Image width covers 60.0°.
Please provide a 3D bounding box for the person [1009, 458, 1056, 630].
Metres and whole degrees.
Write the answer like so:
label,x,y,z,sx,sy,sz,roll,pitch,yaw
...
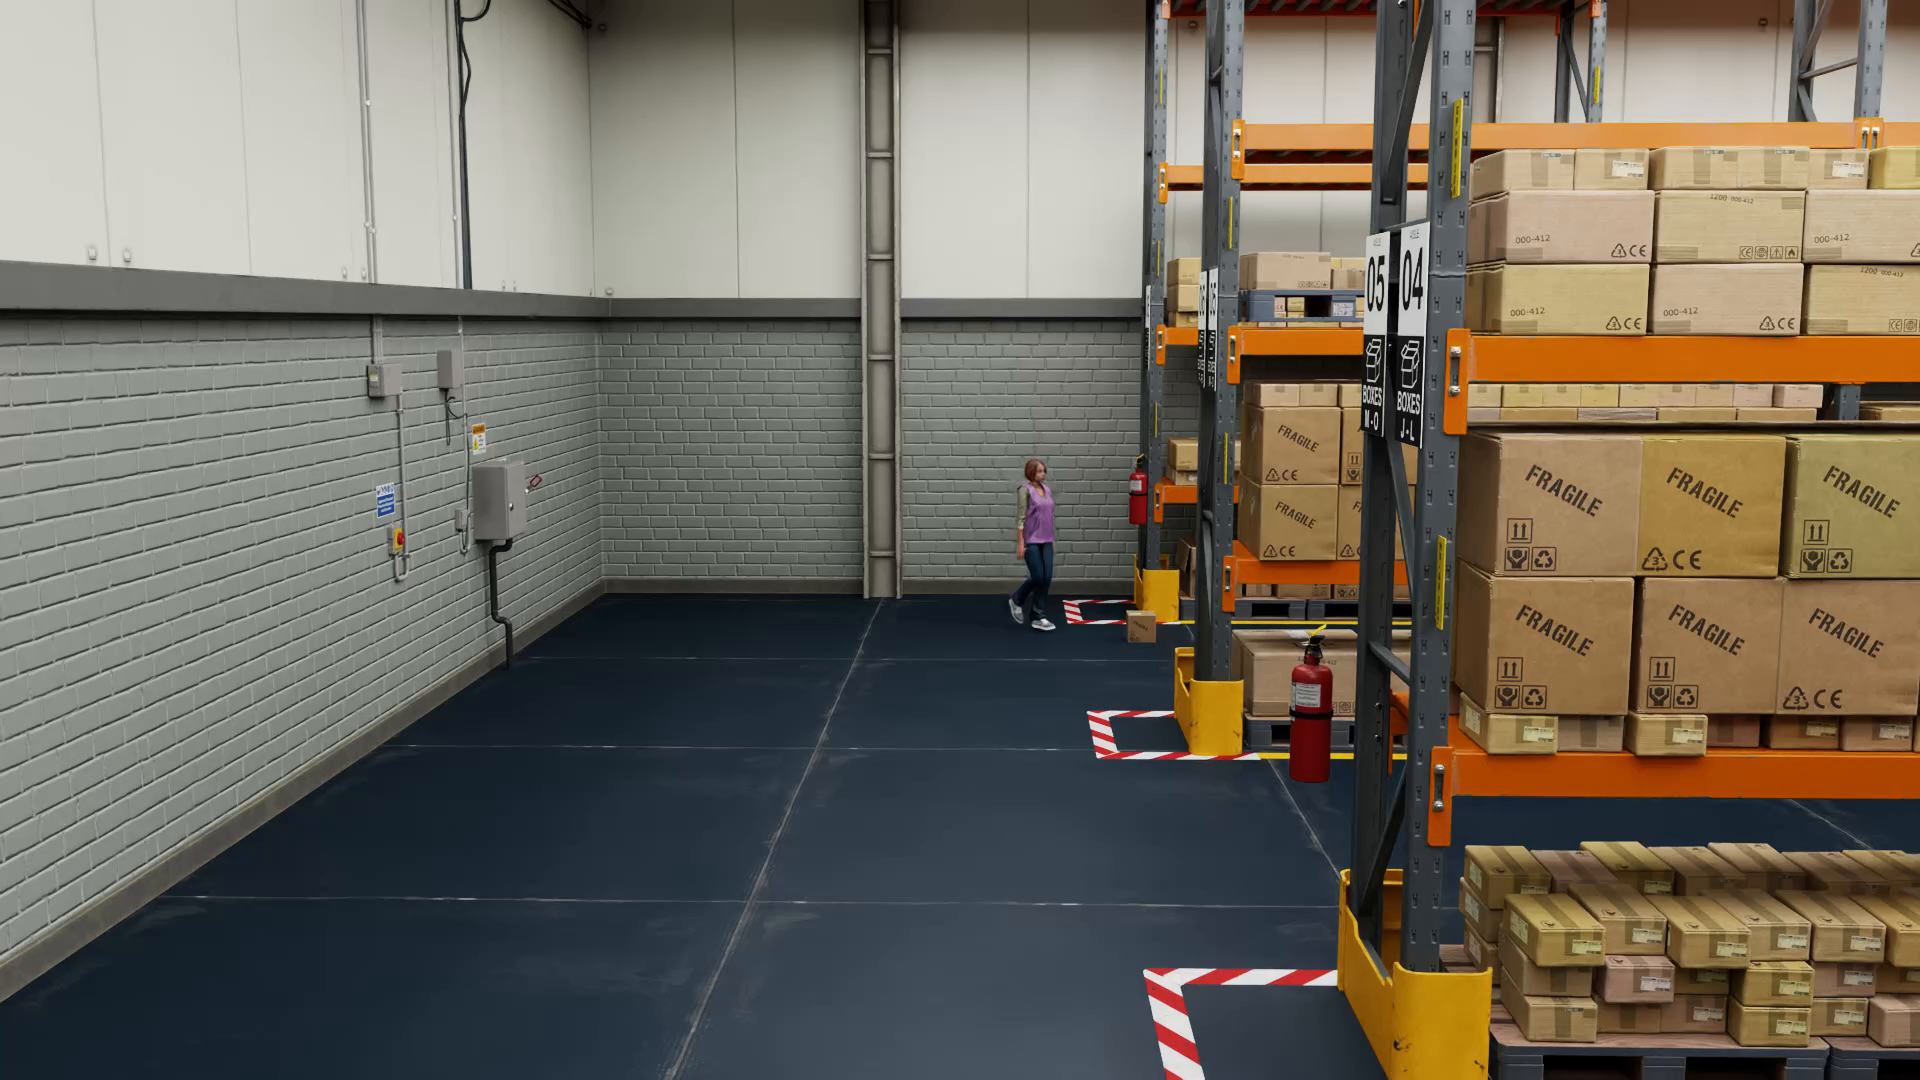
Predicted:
label,x,y,z,sx,sy,sz,roll,pitch,yaw
person,0.695,0.036,15.418,0.452,1.580,0.497,-7,10,-42
